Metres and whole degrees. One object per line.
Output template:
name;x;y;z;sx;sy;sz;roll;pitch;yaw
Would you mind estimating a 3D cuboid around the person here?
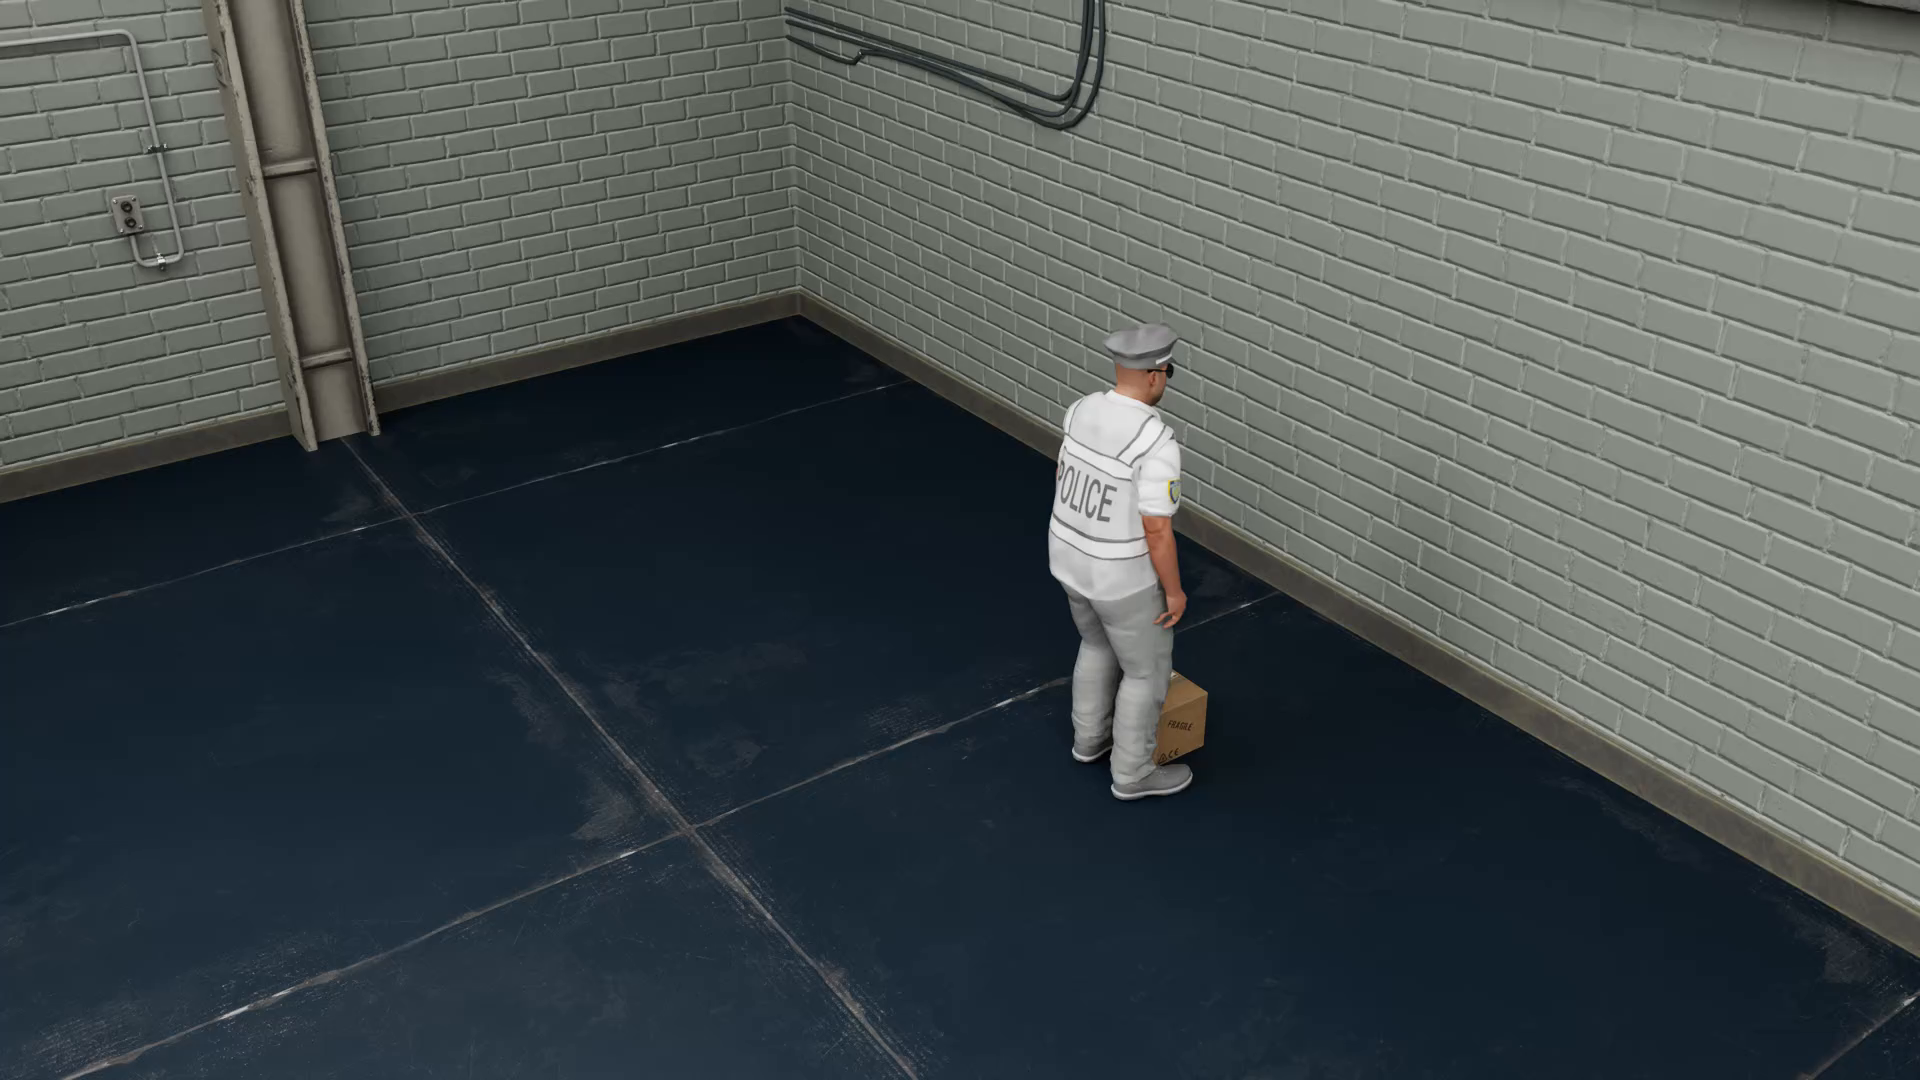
person;0.571;0.091;5.946;0.466;1.748;0.587;-19;34;-31
